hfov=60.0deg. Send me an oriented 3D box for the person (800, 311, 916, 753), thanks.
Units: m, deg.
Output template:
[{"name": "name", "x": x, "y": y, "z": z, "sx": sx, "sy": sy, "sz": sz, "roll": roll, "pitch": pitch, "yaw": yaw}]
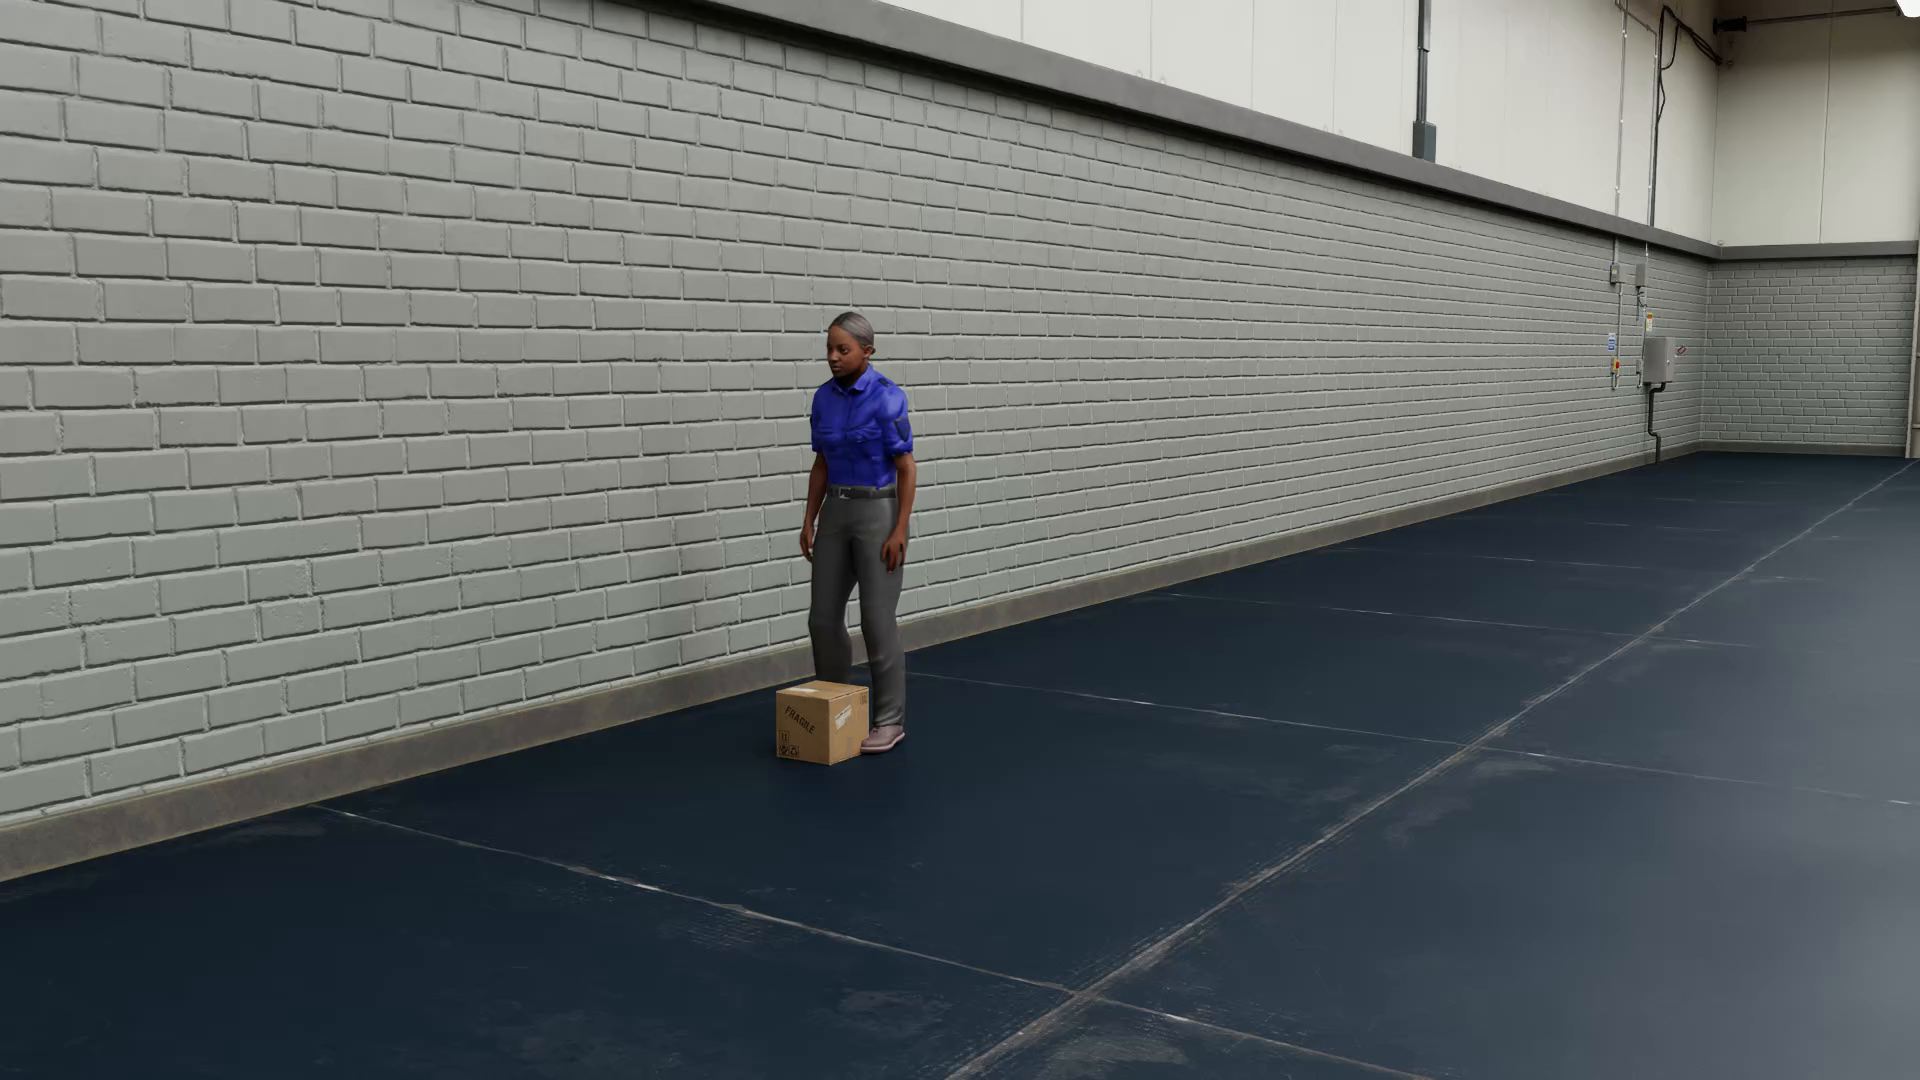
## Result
[{"name": "person", "x": -0.396, "y": -0.037, "z": 6.358, "sx": 0.506, "sy": 1.655, "sz": 0.347, "roll": 4, "pitch": 8, "yaw": 34}]
